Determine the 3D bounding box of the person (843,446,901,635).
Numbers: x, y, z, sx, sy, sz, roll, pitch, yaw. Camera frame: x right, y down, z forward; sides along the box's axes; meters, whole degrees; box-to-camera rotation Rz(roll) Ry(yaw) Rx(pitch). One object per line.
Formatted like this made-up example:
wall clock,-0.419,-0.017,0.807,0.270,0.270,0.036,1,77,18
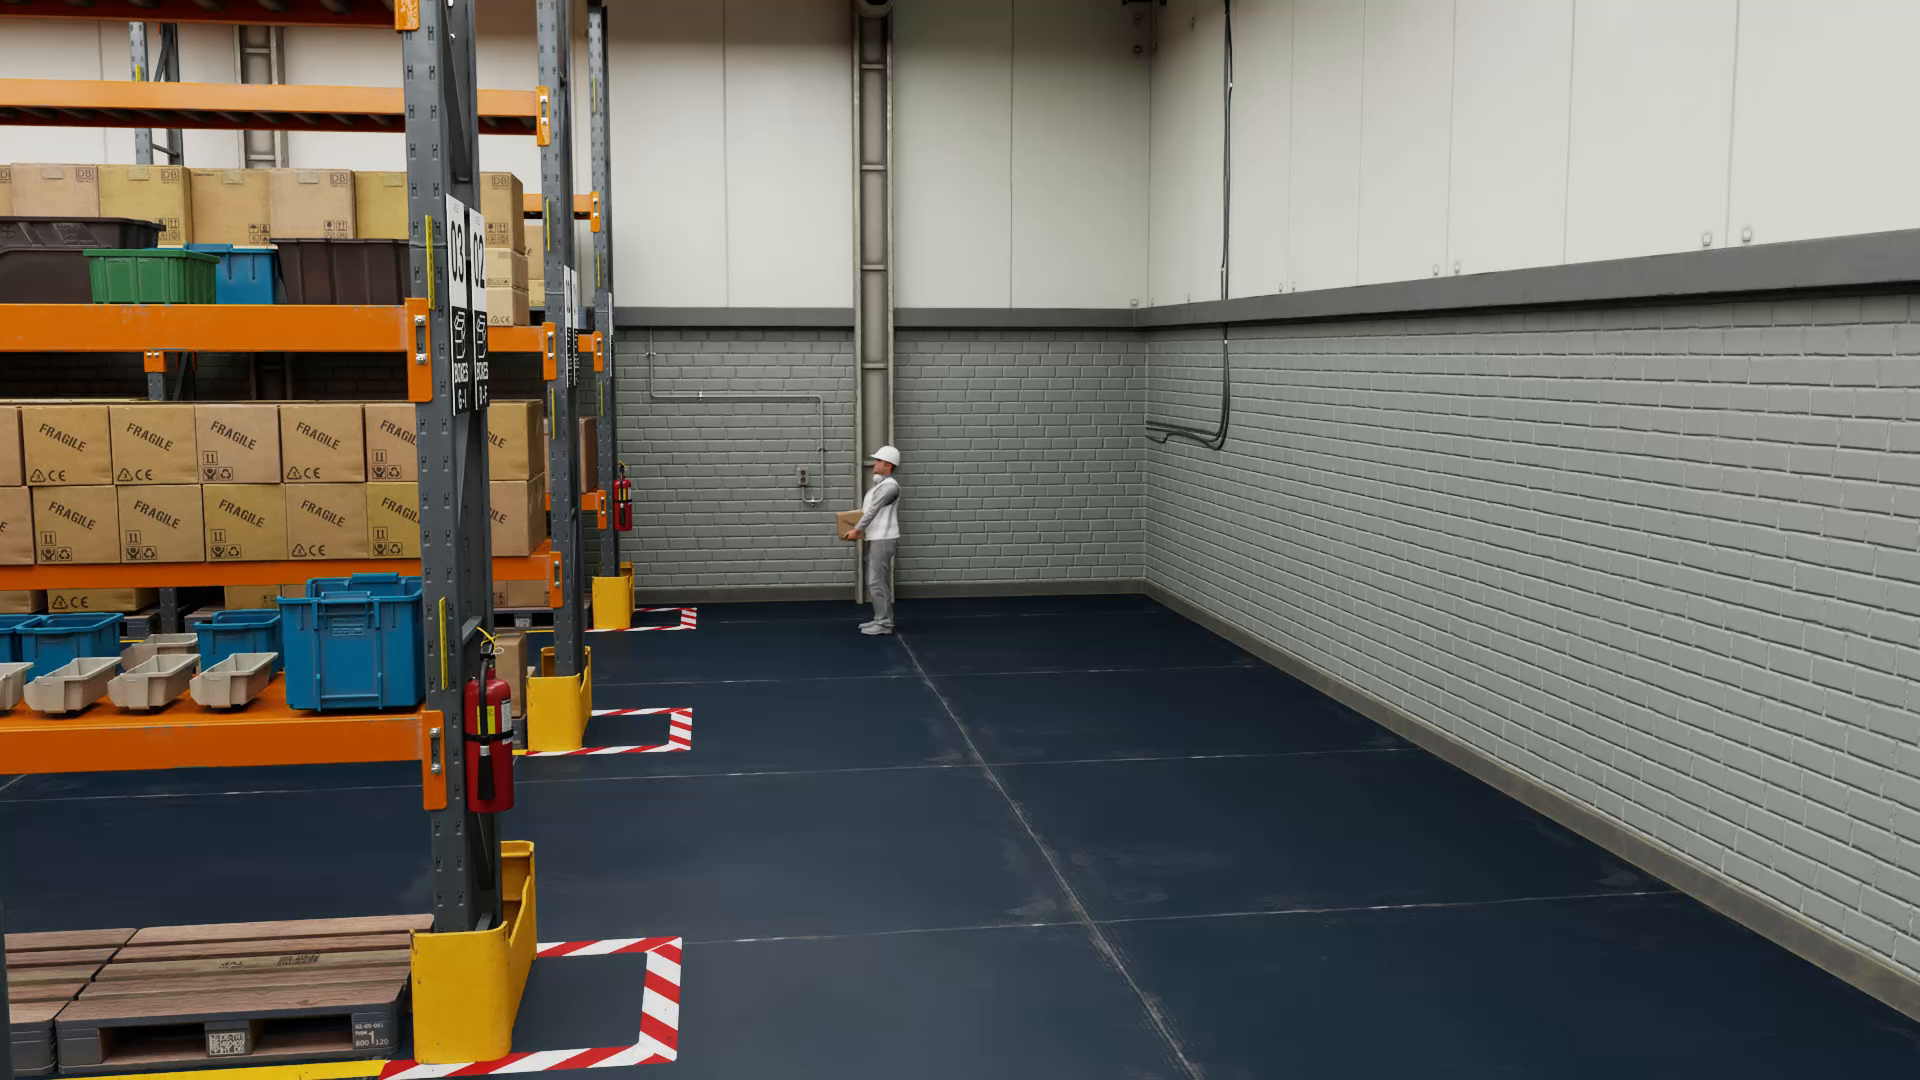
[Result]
person,-0.835,0.000,15.637,0.556,1.762,0.494,-1,7,-9
